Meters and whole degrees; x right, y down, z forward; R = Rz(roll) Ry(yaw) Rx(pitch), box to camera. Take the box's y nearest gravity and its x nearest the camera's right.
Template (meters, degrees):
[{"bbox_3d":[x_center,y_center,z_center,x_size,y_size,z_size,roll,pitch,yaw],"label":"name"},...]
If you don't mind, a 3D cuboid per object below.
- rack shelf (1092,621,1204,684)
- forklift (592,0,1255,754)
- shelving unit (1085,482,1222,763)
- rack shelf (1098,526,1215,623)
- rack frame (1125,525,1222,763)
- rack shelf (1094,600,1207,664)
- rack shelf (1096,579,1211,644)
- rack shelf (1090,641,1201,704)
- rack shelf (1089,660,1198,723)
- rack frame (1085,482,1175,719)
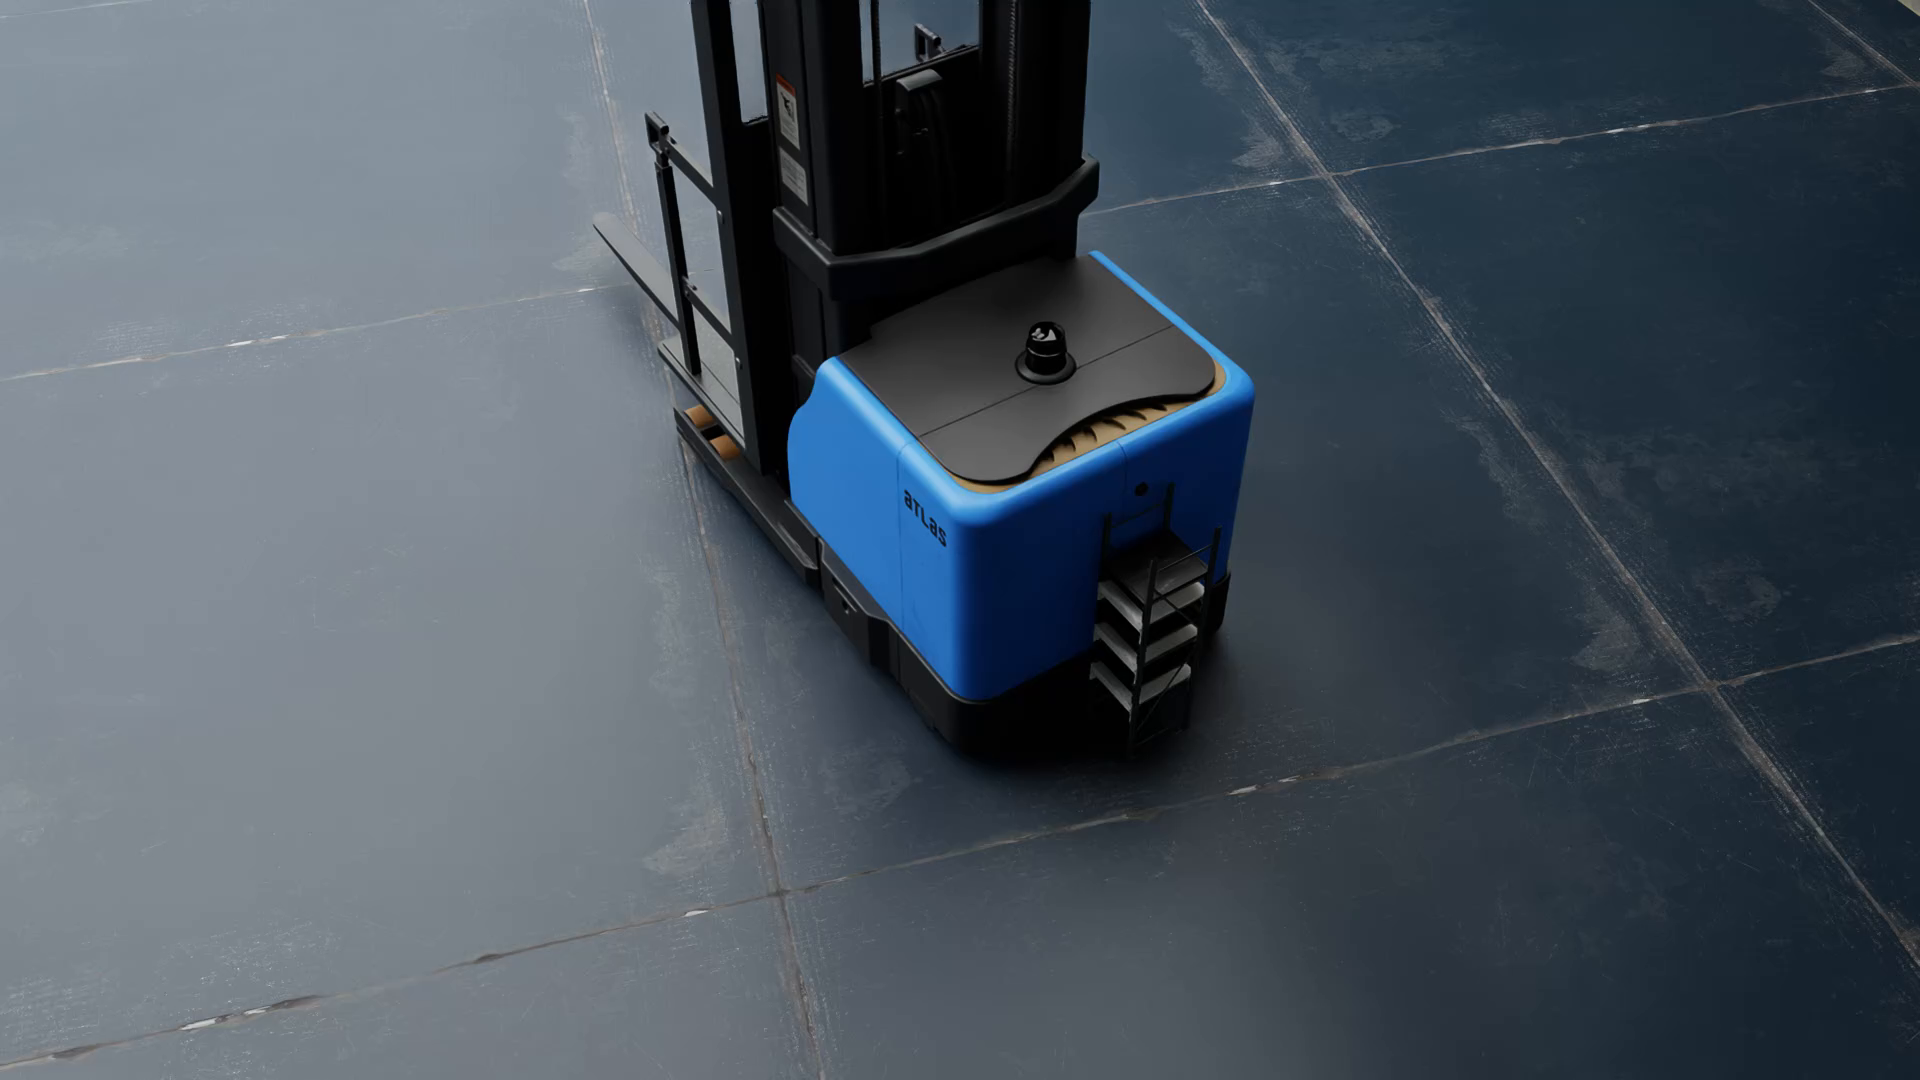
[{"bbox_3d":[0.552,0.283,4.888,0.258,0.077,0.200,-25,51,-23],"label":"rack shelf"},{"bbox_3d":[-0.375,-1.408,5.077,1.130,2.935,3.031,-25,51,-23],"label":"forklift"},{"bbox_3d":[0.552,0.260,4.864,0.258,0.900,0.210,-25,51,-23],"label":"shelving unit"},{"bbox_3d":[0.554,0.096,4.694,0.258,0.077,0.200,-25,51,-23],"label":"rack shelf"},{"bbox_3d":[0.608,0.321,4.805,0.240,0.900,0.006,-25,51,-23],"label":"rack frame"},{"bbox_3d":[0.553,0.221,4.823,0.258,0.077,0.200,-25,51,-23],"label":"rack shelf"},{"bbox_3d":[0.553,0.158,4.758,0.258,0.077,0.200,-25,51,-23],"label":"rack shelf"},{"bbox_3d":[0.552,0.346,4.953,0.258,0.077,0.200,-25,51,-23],"label":"rack shelf"},{"bbox_3d":[0.551,0.408,5.017,0.258,0.077,0.200,-25,51,-23],"label":"rack shelf"},{"bbox_3d":[0.496,0.199,4.922,0.240,0.900,0.006,-25,51,-23],"label":"rack frame"}]
